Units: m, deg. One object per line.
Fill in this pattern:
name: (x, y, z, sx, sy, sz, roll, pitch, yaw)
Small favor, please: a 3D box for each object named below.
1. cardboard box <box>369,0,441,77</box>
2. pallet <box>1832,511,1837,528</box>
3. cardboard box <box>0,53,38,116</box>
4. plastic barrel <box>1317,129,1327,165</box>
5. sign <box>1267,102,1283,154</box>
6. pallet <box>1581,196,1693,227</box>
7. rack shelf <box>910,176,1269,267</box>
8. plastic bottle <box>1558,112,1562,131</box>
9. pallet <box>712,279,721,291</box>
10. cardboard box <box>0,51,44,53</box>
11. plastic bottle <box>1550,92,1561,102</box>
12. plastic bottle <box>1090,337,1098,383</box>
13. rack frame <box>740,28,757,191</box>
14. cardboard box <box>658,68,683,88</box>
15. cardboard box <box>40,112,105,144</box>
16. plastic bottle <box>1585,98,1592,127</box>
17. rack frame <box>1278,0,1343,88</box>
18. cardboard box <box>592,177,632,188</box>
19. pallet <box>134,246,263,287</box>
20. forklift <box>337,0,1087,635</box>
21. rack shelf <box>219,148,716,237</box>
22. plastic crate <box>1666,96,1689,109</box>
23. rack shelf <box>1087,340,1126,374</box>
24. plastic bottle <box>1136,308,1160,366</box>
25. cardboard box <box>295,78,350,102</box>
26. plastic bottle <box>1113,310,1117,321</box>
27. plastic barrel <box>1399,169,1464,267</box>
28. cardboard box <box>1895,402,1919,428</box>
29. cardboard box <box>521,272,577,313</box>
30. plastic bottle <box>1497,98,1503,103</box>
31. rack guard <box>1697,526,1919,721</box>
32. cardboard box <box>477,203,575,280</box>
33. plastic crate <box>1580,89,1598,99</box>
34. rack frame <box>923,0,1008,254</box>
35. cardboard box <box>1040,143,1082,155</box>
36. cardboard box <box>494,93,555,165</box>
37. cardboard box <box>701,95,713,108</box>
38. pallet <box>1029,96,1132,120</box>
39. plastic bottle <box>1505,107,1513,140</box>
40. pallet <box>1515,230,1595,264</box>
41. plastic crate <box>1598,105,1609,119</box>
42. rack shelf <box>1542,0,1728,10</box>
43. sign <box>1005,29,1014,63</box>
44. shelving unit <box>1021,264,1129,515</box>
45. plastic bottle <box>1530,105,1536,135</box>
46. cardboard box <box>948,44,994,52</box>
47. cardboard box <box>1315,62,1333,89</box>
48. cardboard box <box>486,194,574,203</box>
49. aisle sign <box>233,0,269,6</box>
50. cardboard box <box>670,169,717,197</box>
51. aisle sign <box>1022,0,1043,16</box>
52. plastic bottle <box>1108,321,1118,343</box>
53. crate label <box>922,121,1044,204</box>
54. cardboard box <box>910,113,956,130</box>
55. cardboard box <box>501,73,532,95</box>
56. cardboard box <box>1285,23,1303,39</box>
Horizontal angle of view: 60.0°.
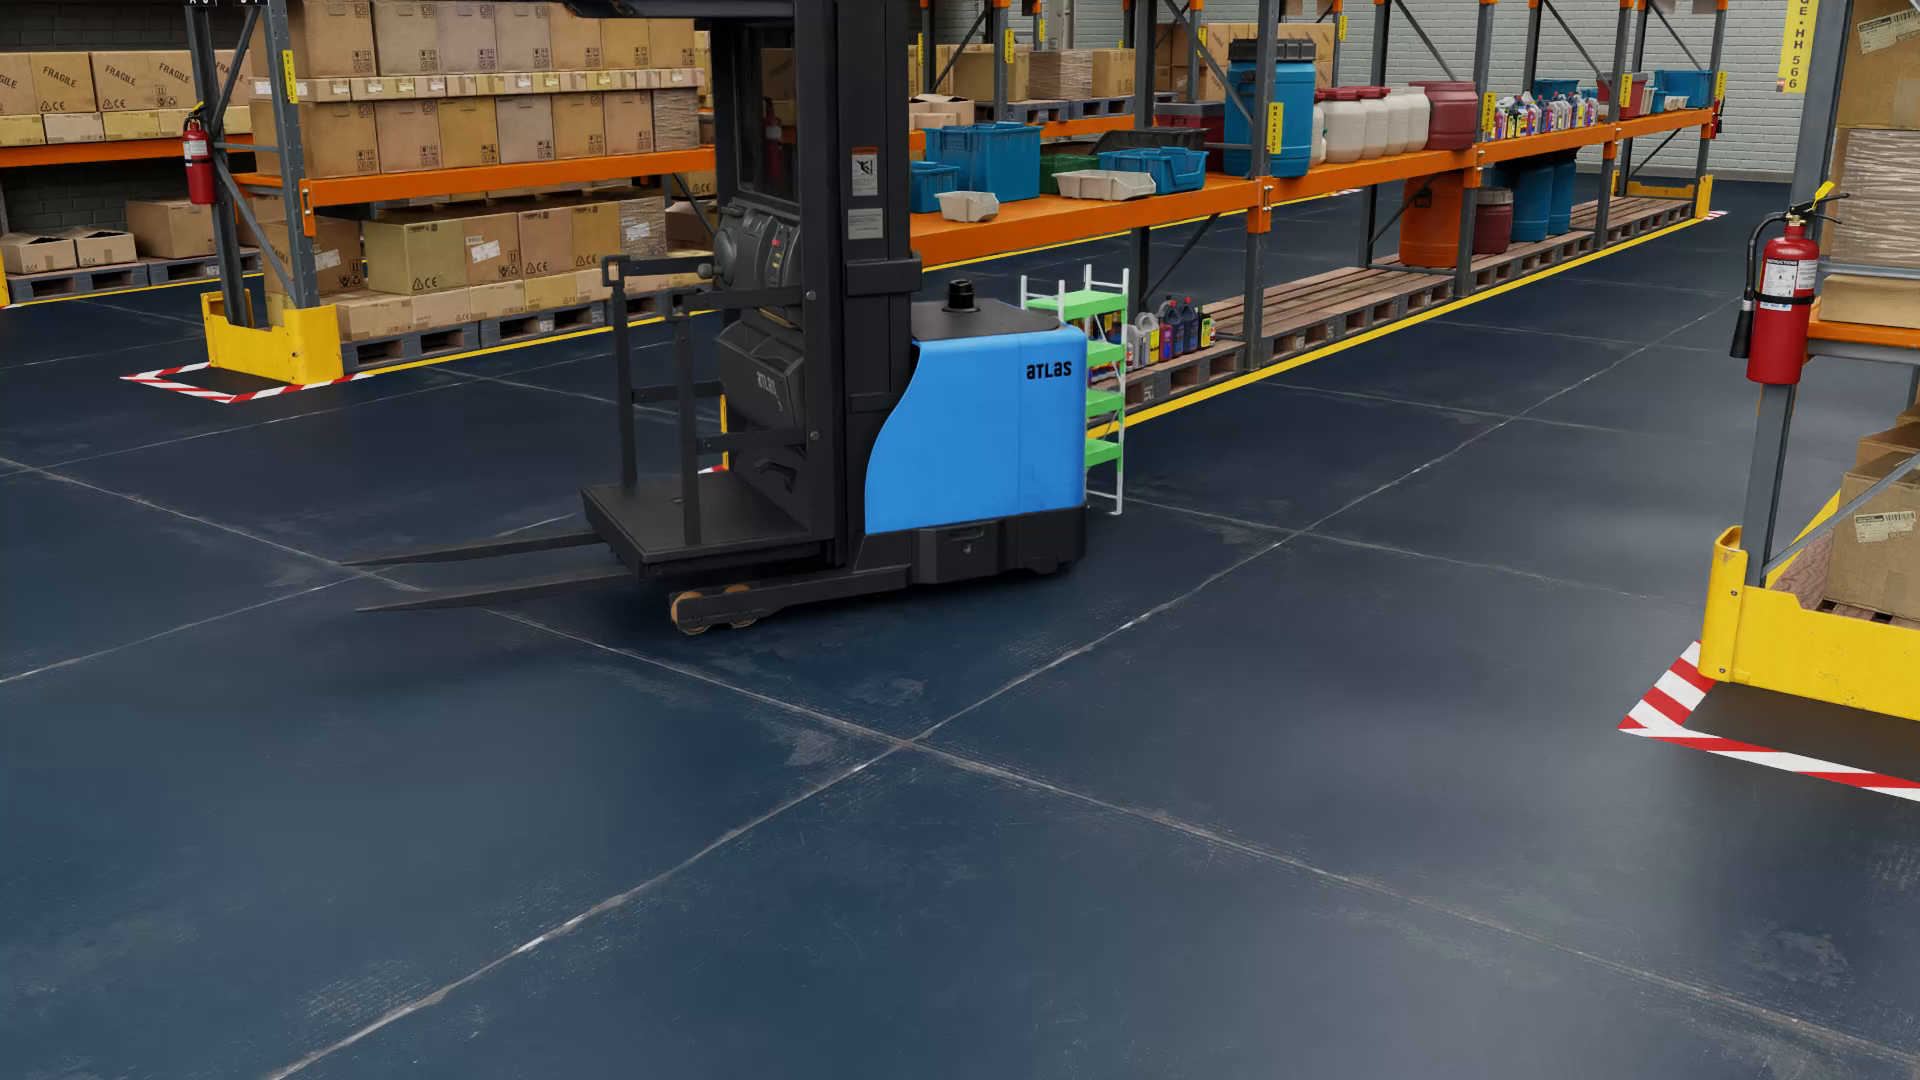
cardboard box: (-4.090, -3.521, 11.669, 0.700, 0.500, 0.500, 12, 21, 33)
pallet: (4.520, -0.018, 7.445, 1.003, 0.211, 1.213, 12, 21, 35)
cardboard box: (-8.173, -3.837, 13.997, 0.500, 0.500, 0.500, 12, 21, 35)
plastic barrel: (2.552, -2.905, 12.273, 0.301, 0.262, 0.301, 0, 17, 0)
sign: (2.076, -2.715, 10.962, 0.100, 0.325, 0.005, 12, 21, 35)
pallet: (8.268, -4.019, 20.331, 1.003, 0.211, 1.213, 12, 21, 35)
rack shelf: (0.449, -1.863, 9.897, 1.077, 0.370, 4.000, 12, 21, 35)
plastic bottle: (5.787, -4.071, 16.129, 0.097, 0.201, 0.097, 0, 17, 0)
pallet: (-1.928, -2.410, 15.147, 1.003, 0.211, 1.213, 12, 21, 35)
cardboard box: (-8.281, -4.045, 14.665, 0.500, 0.500, 0.500, 13, 21, 35)
plastic bottle: (5.897, -4.269, 16.517, 0.144, 0.351, 0.185, 12, 21, 35)
plastic bottle: (0.792, -1.095, 10.072, 0.097, 0.271, 0.097, 0, 17, 0)
rack frame: (-0.743, -1.730, 8.257, 1.000, 3.000, 0.127, 12, 21, 35)
cardboard box: (-2.474, -3.755, 13.516, 0.380, 0.149, 0.250, 12, 21, 34)
cardboard box: (-7.855, -3.605, 14.513, 0.500, 0.250, 0.500, 12, 21, 33)
plastic bottle: (6.331, -4.318, 16.788, 0.061, 0.283, 0.133, 12, 21, 35)
rack frame: (4.815, -6.417, 23.350, 1.000, 3.000, 0.127, 12, 21, 35)
cardboard box: (-4.320, -4.222, 19.753, 0.700, 0.500, 0.500, 13, 21, 35)
pallet: (-7.414, -2.644, 15.900, 1.003, 0.211, 1.213, 12, 21, 35)
forklift: (-1.008, -1.206, 6.684, 3.031, 2.935, 1.130, -8, 19, -24)
rack shelf: (-3.527, -2.739, 12.719, 1.077, 0.370, 4.000, 12, 21, 35)
plastic crate: (8.450, -5.217, 19.830, 0.396, 0.136, 0.243, 12, 21, 35)
rack shelf: (0.534, -0.833, 7.809, 0.258, 0.148, 0.480, 15, 22, 39)
plastic bottle: (1.182, -1.301, 10.599, 0.144, 0.351, 0.185, 12, 21, 34)
cardboard box: (-4.312, -3.019, 11.145, 0.380, 0.149, 0.250, 12, 21, 34)
plastic bottle: (1.014, -1.497, 11.343, 0.061, 0.283, 0.133, 12, 21, 35)
plastic barrel: (4.302, -2.919, 15.037, 0.600, 0.830, 0.708, 12, 21, 35)
cardboard box: (4.337, -0.301, 7.163, 0.500, 0.500, 0.500, 15, 23, 40)
cardboard box: (-3.325, -1.939, 12.858, 0.500, 0.250, 0.500, 12, 21, 35)
plastic bottle: (5.516, -4.374, 16.987, 0.097, 0.271, 0.097, 0, 17, 0)
rack guard: (3.280, 0.321, 5.867, 1.175, 0.500, 0.348, 12, 21, 35)
cardboard box: (-3.324, -2.297, 12.746, 0.500, 0.500, 0.500, 12, 21, 35)
plastic crate: (7.416, -5.104, 19.302, 0.416, 0.233, 0.300, 12, 21, 35)
rack frame: (0.048, -4.512, 17.214, 1.000, 3.000, 0.127, 12, 21, 35)
cardboard box: (1.053, -4.409, 19.092, 0.500, 0.250, 0.500, 12, 21, 34)
cardboard box: (-3.510, -3.132, 12.603, 0.700, 0.500, 0.500, 13, 22, 36)
cardboard box: (-3.167, -5.420, 20.529, 0.380, 0.149, 0.250, 13, 22, 36)
pallet: (1.203, -4.884, 18.736, 1.003, 0.211, 1.213, 12, 21, 35)
plastic bottle: (4.934, -3.760, 14.989, 0.061, 0.283, 0.133, 12, 21, 35)
pallet: (5.914, -3.080, 17.306, 1.003, 0.211, 1.213, 12, 21, 35)
plastic crate: (6.799, -4.576, 17.766, 0.396, 0.136, 0.243, 12, 21, 35)
rack shelf: (7.599, -6.153, 18.656, 1.077, 0.370, 4.000, 12, 21, 35)
sign: (0.496, -4.967, 16.729, 0.100, 0.325, 0.005, 12, 21, 35)
shelving unit: (0.534, -0.665, 7.861, 0.258, 1.200, 0.503, 15, 22, 39)
plastic bottle: (5.321, -3.918, 15.519, 0.097, 0.271, 0.097, 0, 17, 0)
cardboard box: (0.114, -7.136, 25.160, 0.980, 0.700, 0.700, 12, 21, 34)
cardboard box: (4.767, -6.310, 22.836, 0.500, 0.500, 0.500, 13, 22, 36)
cardboard box: (-3.459, -2.511, 13.436, 0.500, 0.500, 0.500, 12, 21, 35)
aisle sign: (-4.512, -3.778, 10.468, 0.394, 0.787, 0.004, 12, 21, 35)
cardboard box: (-3.389, -4.712, 20.776, 0.750, 0.750, 0.750, 12, 21, 34)
aisle sign: (1.118, -8.497, 25.664, 0.394, 0.787, 0.004, 12, 21, 35)
plastic bottle: (0.996, -1.249, 10.547, 0.061, 0.283, 0.133, 12, 21, 35)
crate label: (0.137, -2.233, 9.817, 0.502, 0.435, 0.616, 12, 21, 35)
cardboard box: (-0.266, -4.128, 16.404, 0.380, 0.149, 0.250, 12, 21, 35)
cardboard box: (-3.395, -3.385, 12.324, 0.380, 0.149, 0.250, 13, 21, 35)
cardboard box: (4.165, -6.543, 21.900, 0.500, 0.500, 0.500, 13, 22, 36)
